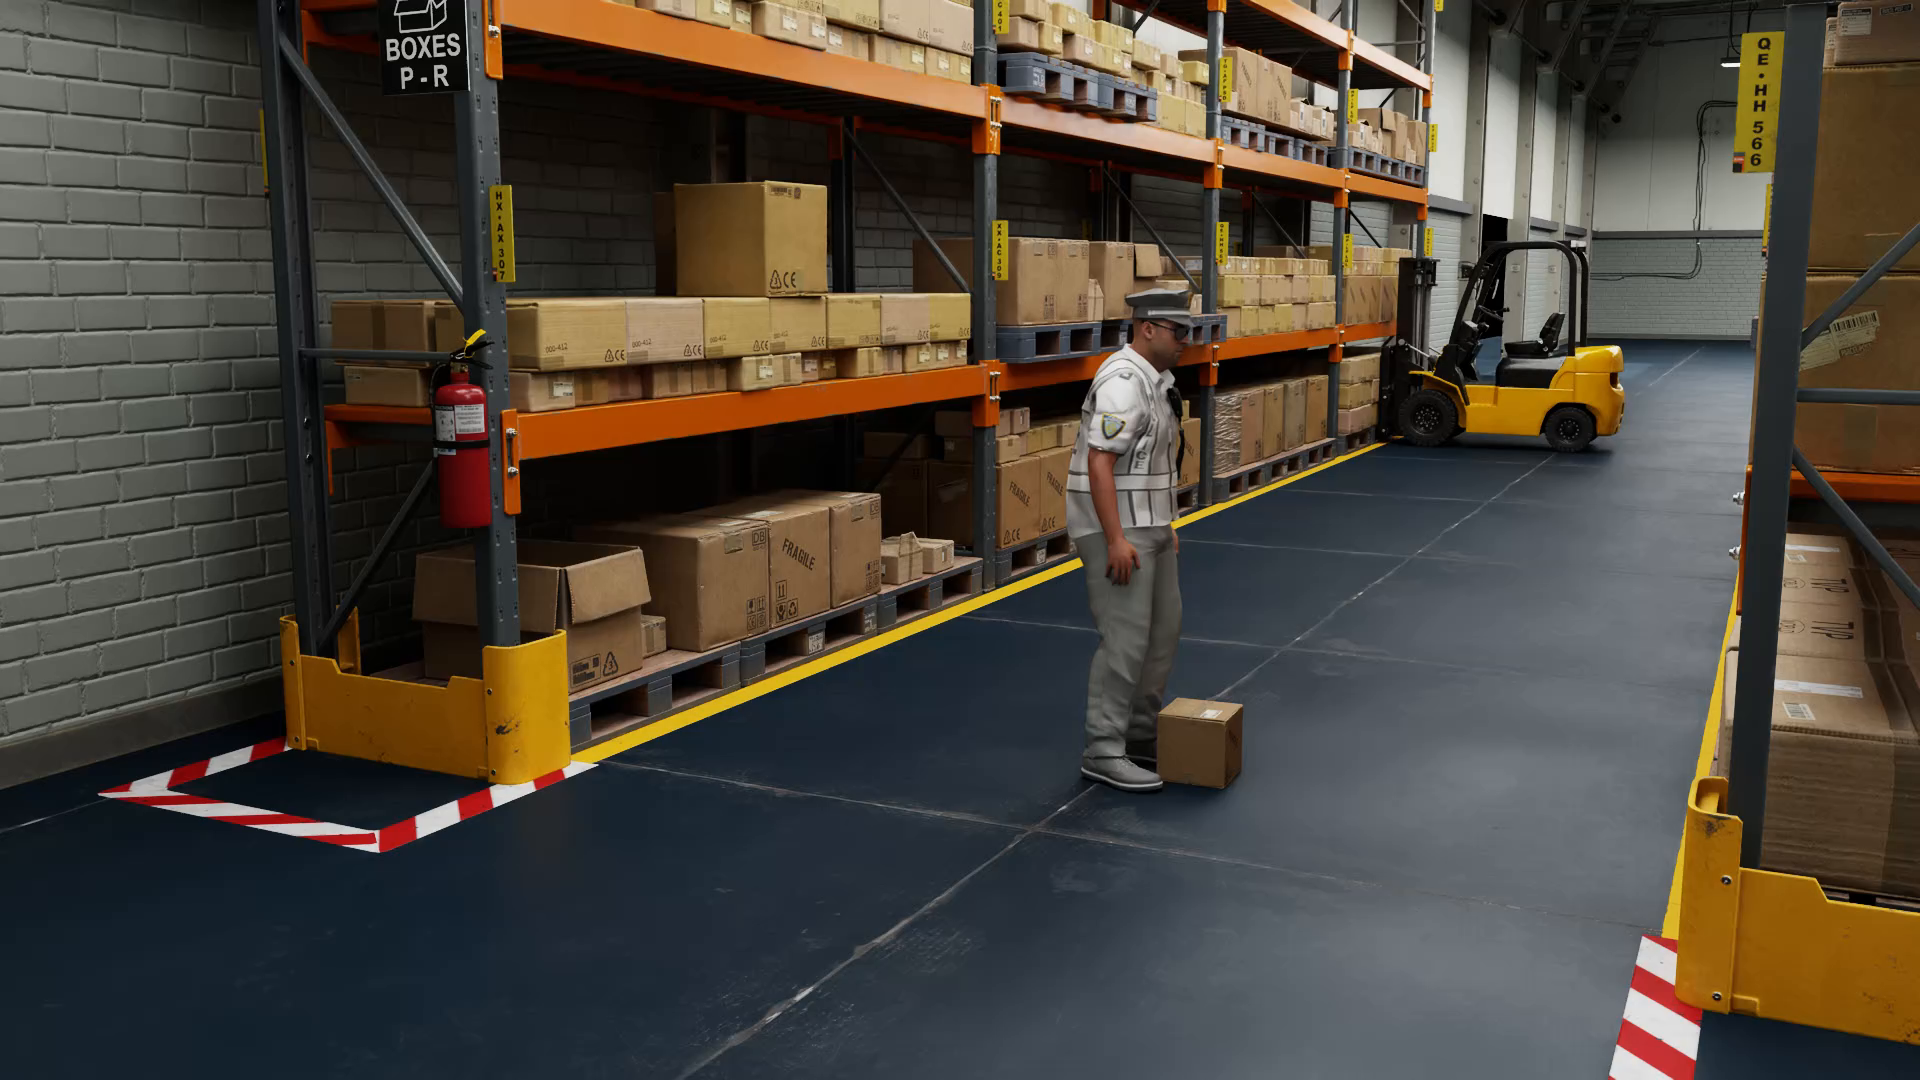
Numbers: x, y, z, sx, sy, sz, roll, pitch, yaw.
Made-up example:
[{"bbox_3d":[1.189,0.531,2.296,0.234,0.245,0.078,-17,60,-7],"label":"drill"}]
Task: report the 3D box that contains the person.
[{"bbox_3d":[0.633,-0.025,5.998,0.466,1.748,0.587,4,10,26],"label":"person"}]
